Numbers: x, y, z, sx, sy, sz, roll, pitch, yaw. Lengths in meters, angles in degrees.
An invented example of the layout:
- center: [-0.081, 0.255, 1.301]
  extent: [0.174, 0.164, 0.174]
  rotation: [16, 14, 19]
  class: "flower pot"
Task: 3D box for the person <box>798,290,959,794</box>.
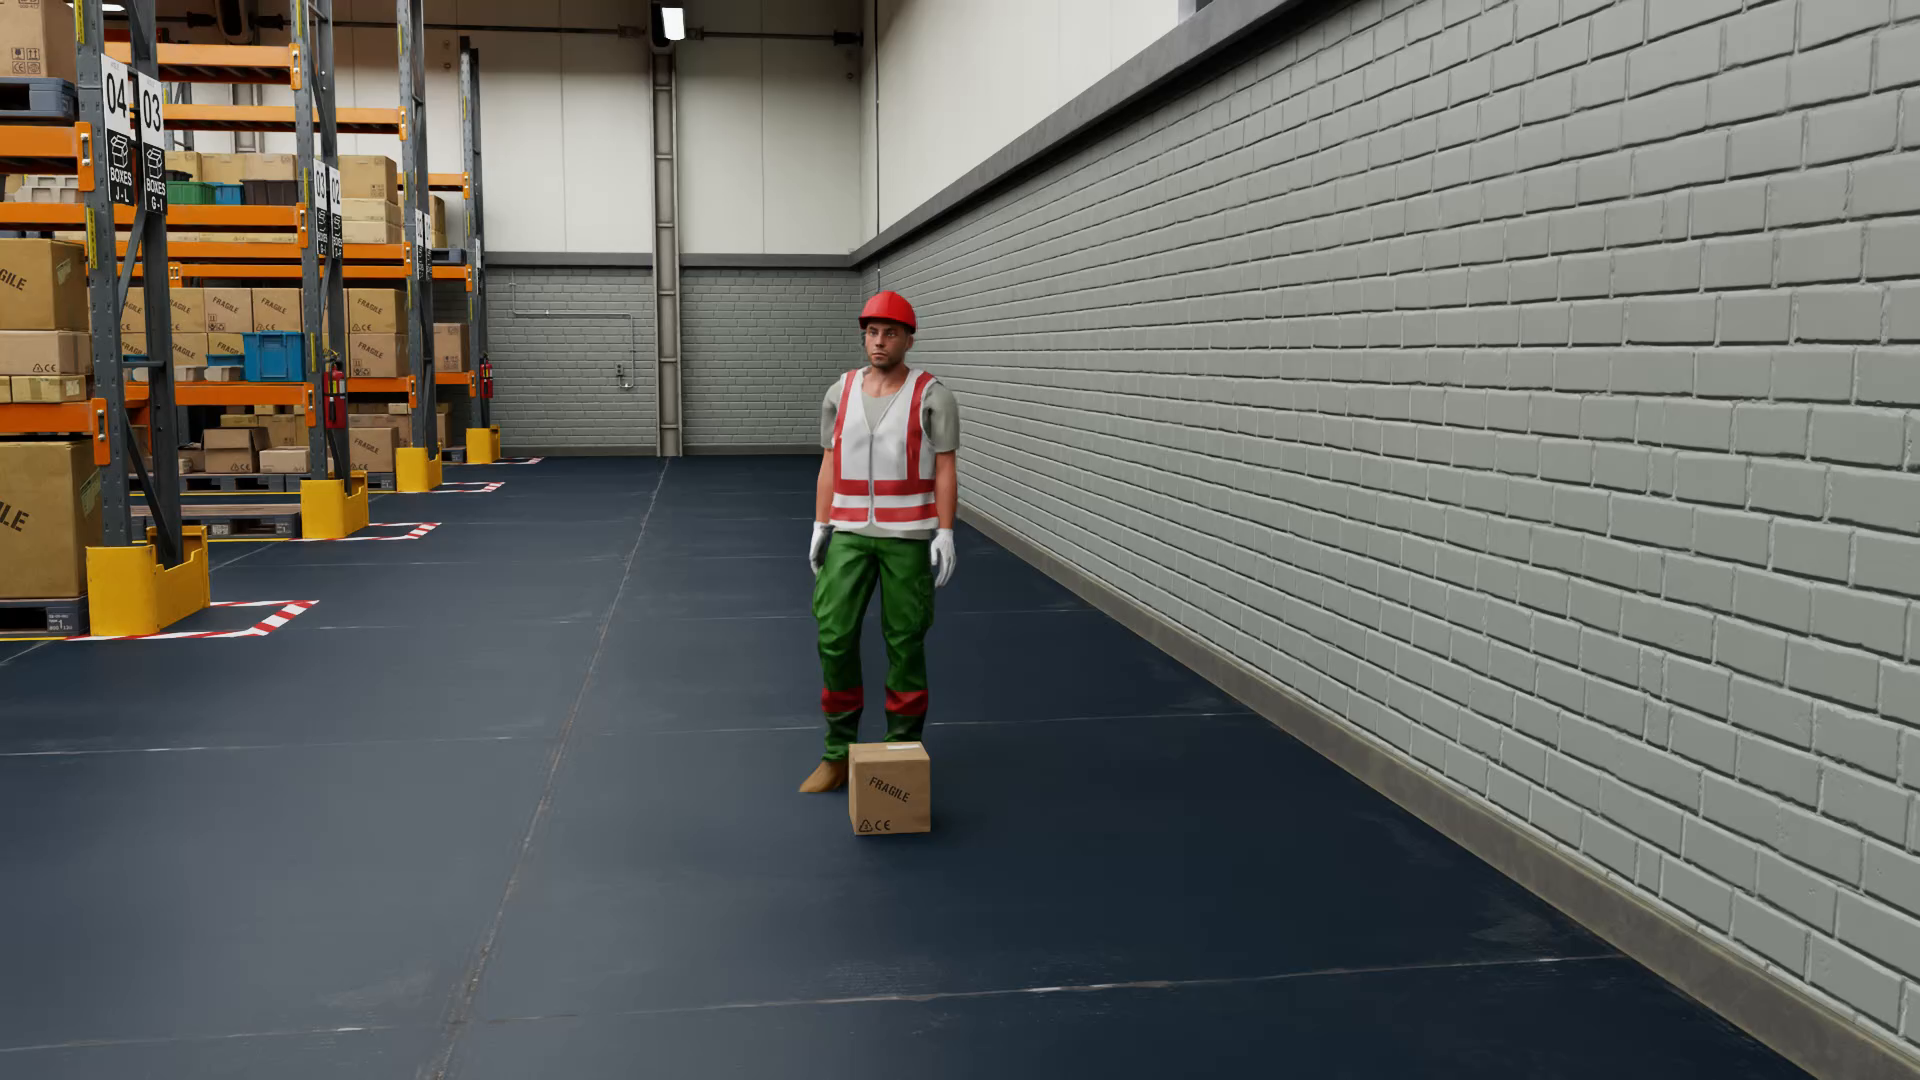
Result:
- center: [-0.287, 0.019, 6.010]
  extent: [0.553, 1.827, 0.403]
  rotation: [2, 7, 14]
  class: "person"
